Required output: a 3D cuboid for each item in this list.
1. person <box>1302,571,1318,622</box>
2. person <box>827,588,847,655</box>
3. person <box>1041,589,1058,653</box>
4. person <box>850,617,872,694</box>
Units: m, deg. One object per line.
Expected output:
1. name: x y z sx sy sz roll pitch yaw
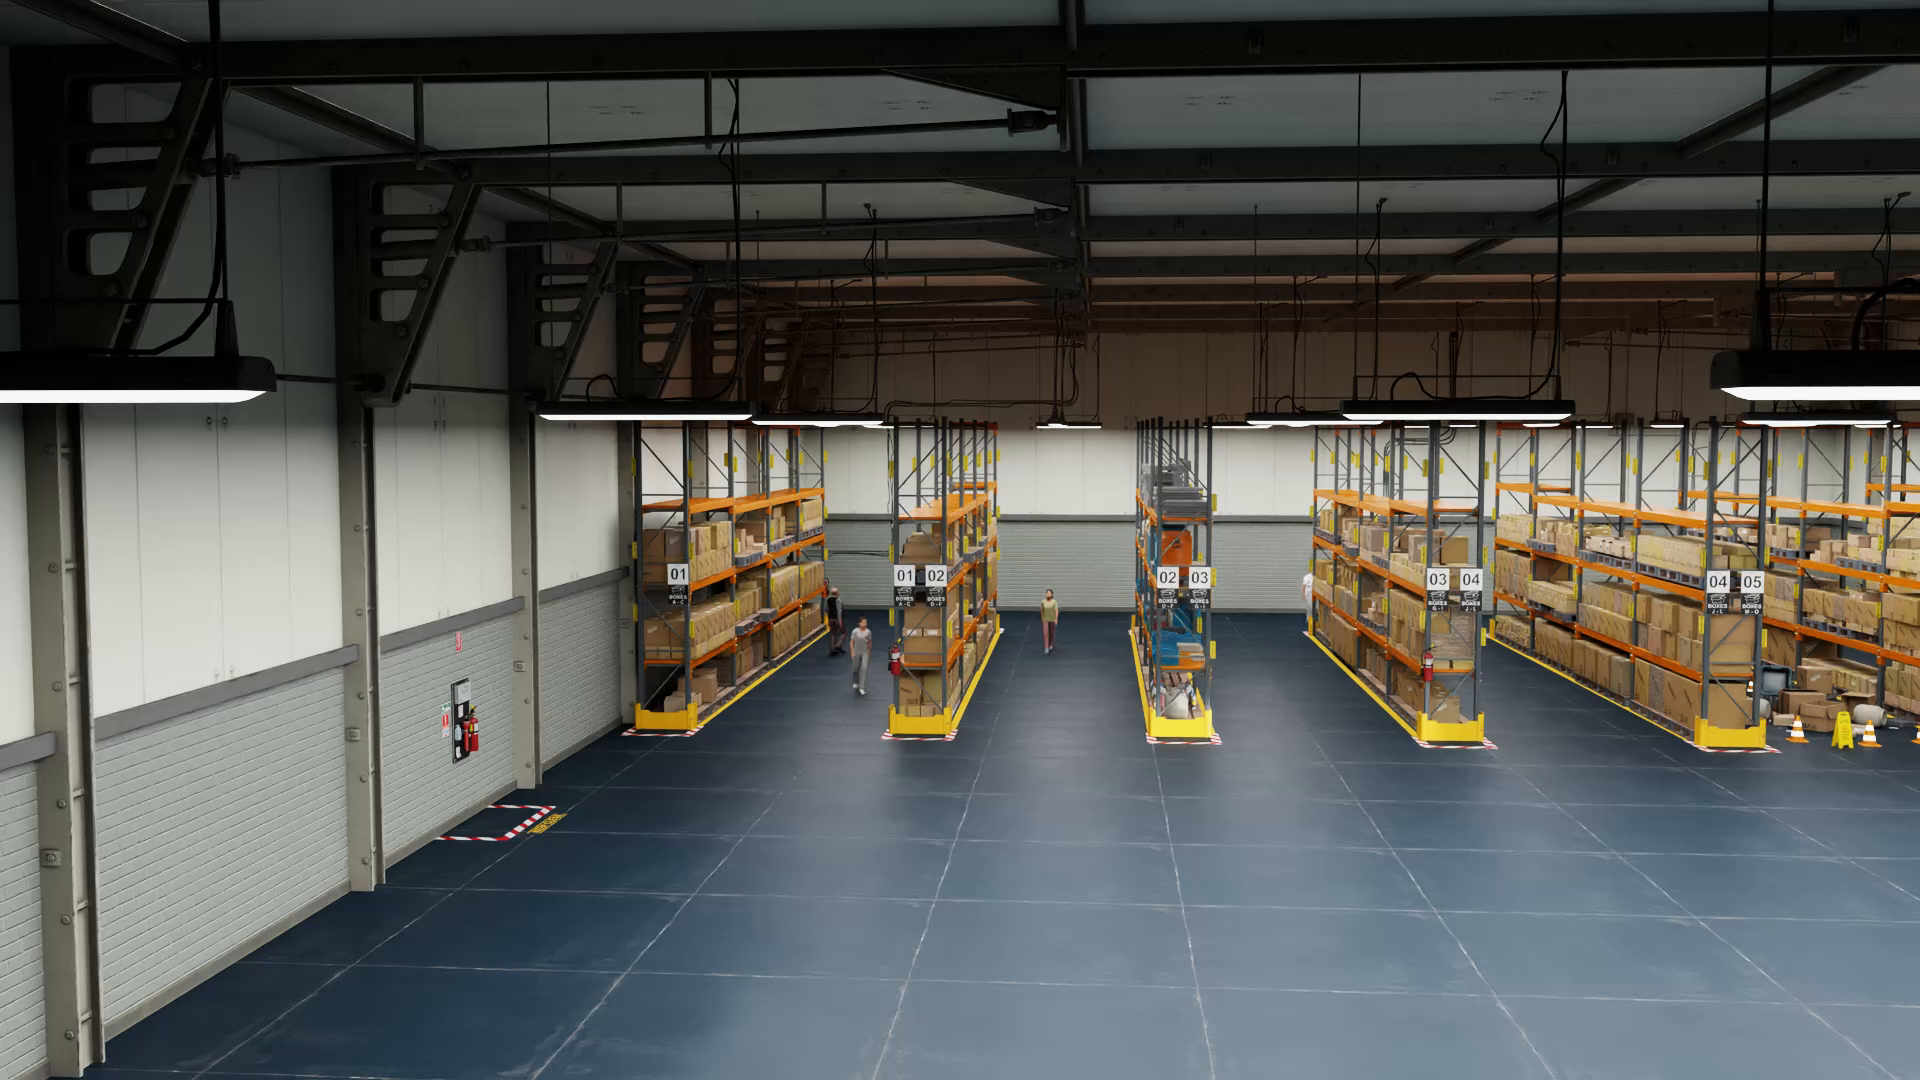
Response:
1. person: 10.445 1.646 49.149 0.577 1.756 0.729 -2 4 -22
2. person: -3.190 2.074 42.605 0.559 1.706 0.497 2 4 26
3. person: 2.323 2.087 43.072 0.455 1.610 1.058 0 4 3
4. person: -2.182 2.522 36.629 0.515 1.671 0.766 -1 4 -17
